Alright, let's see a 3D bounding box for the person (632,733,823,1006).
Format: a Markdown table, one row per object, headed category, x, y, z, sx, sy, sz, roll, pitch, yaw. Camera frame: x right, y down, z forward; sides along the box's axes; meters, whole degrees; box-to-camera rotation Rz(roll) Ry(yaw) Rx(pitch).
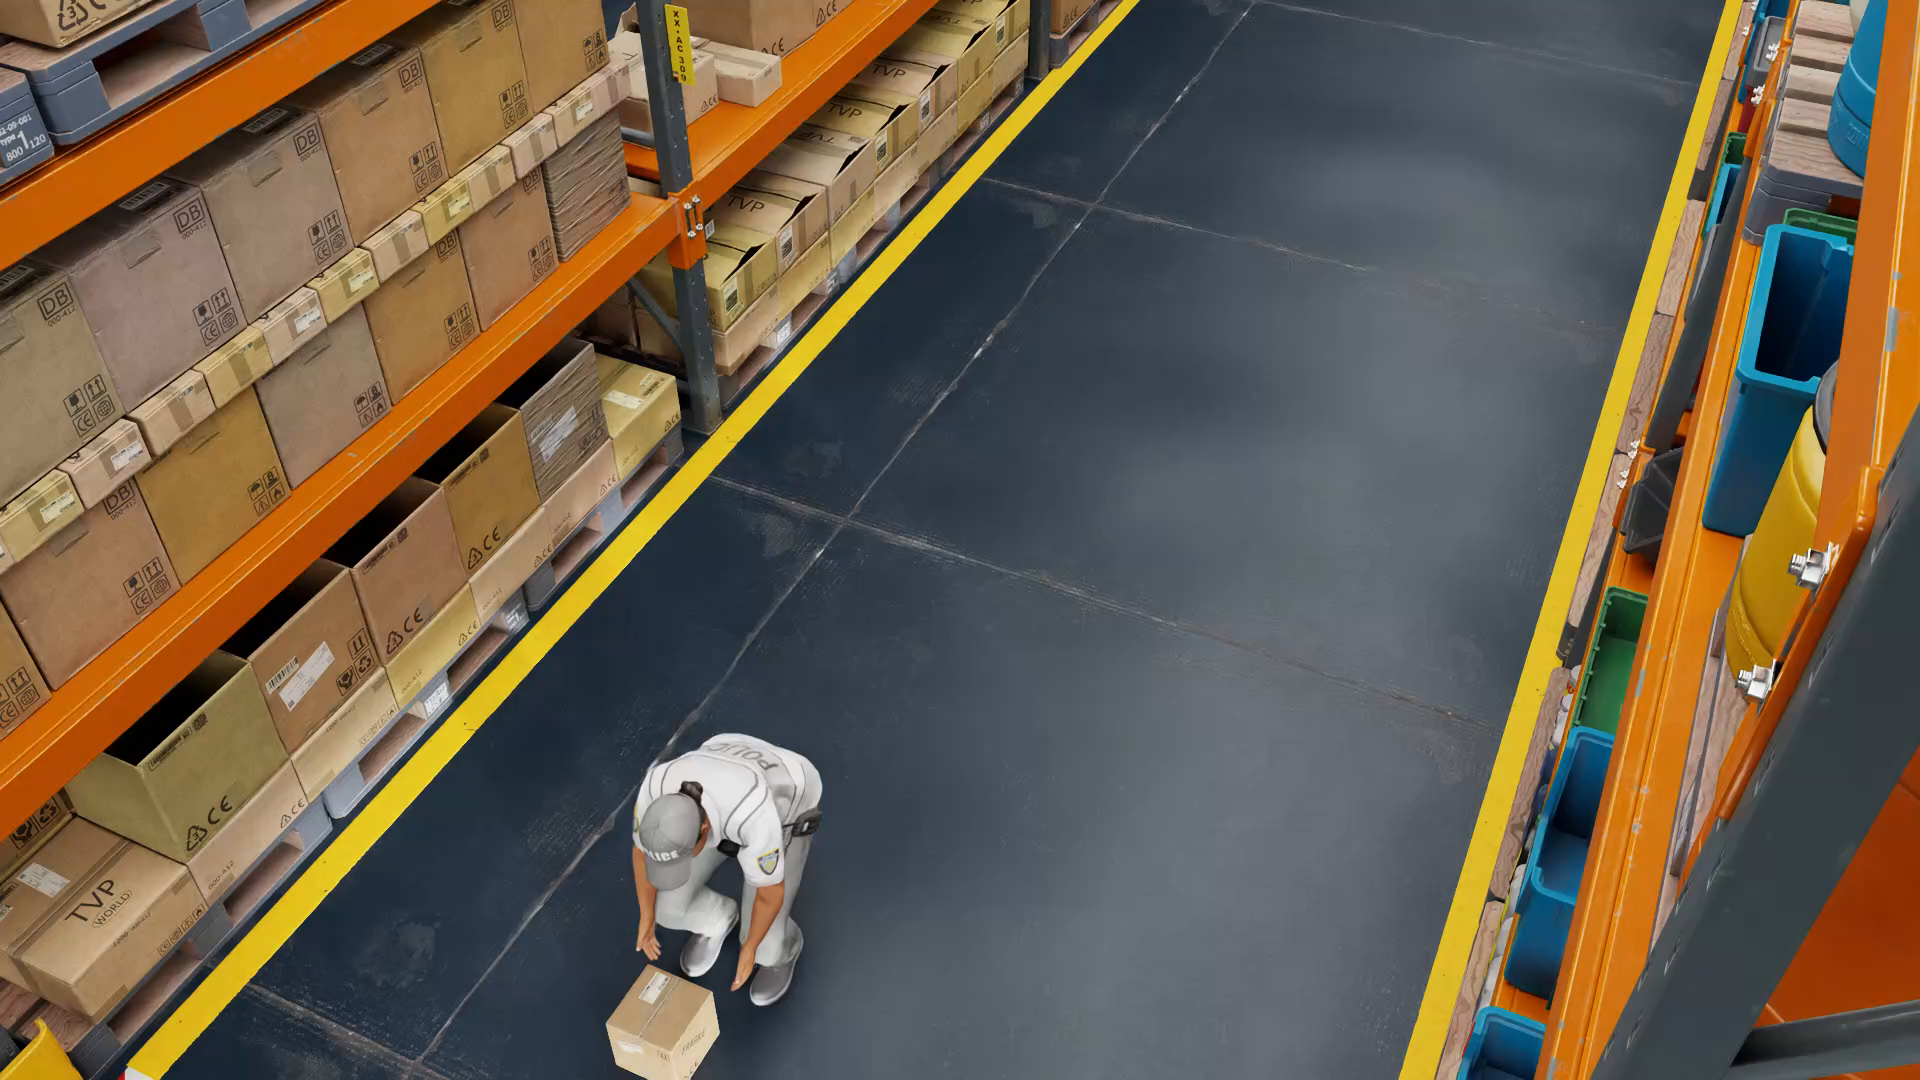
| category | x | y | z | sx | sy | sz | roll | pitch | yaw |
| --- | --- | --- | --- | --- | --- | --- | --- | --- | --- |
| person | -0.736 | 1.037 | 5.363 | 0.535 | 1.207 | 0.806 | 17 | 45 | 18 |
